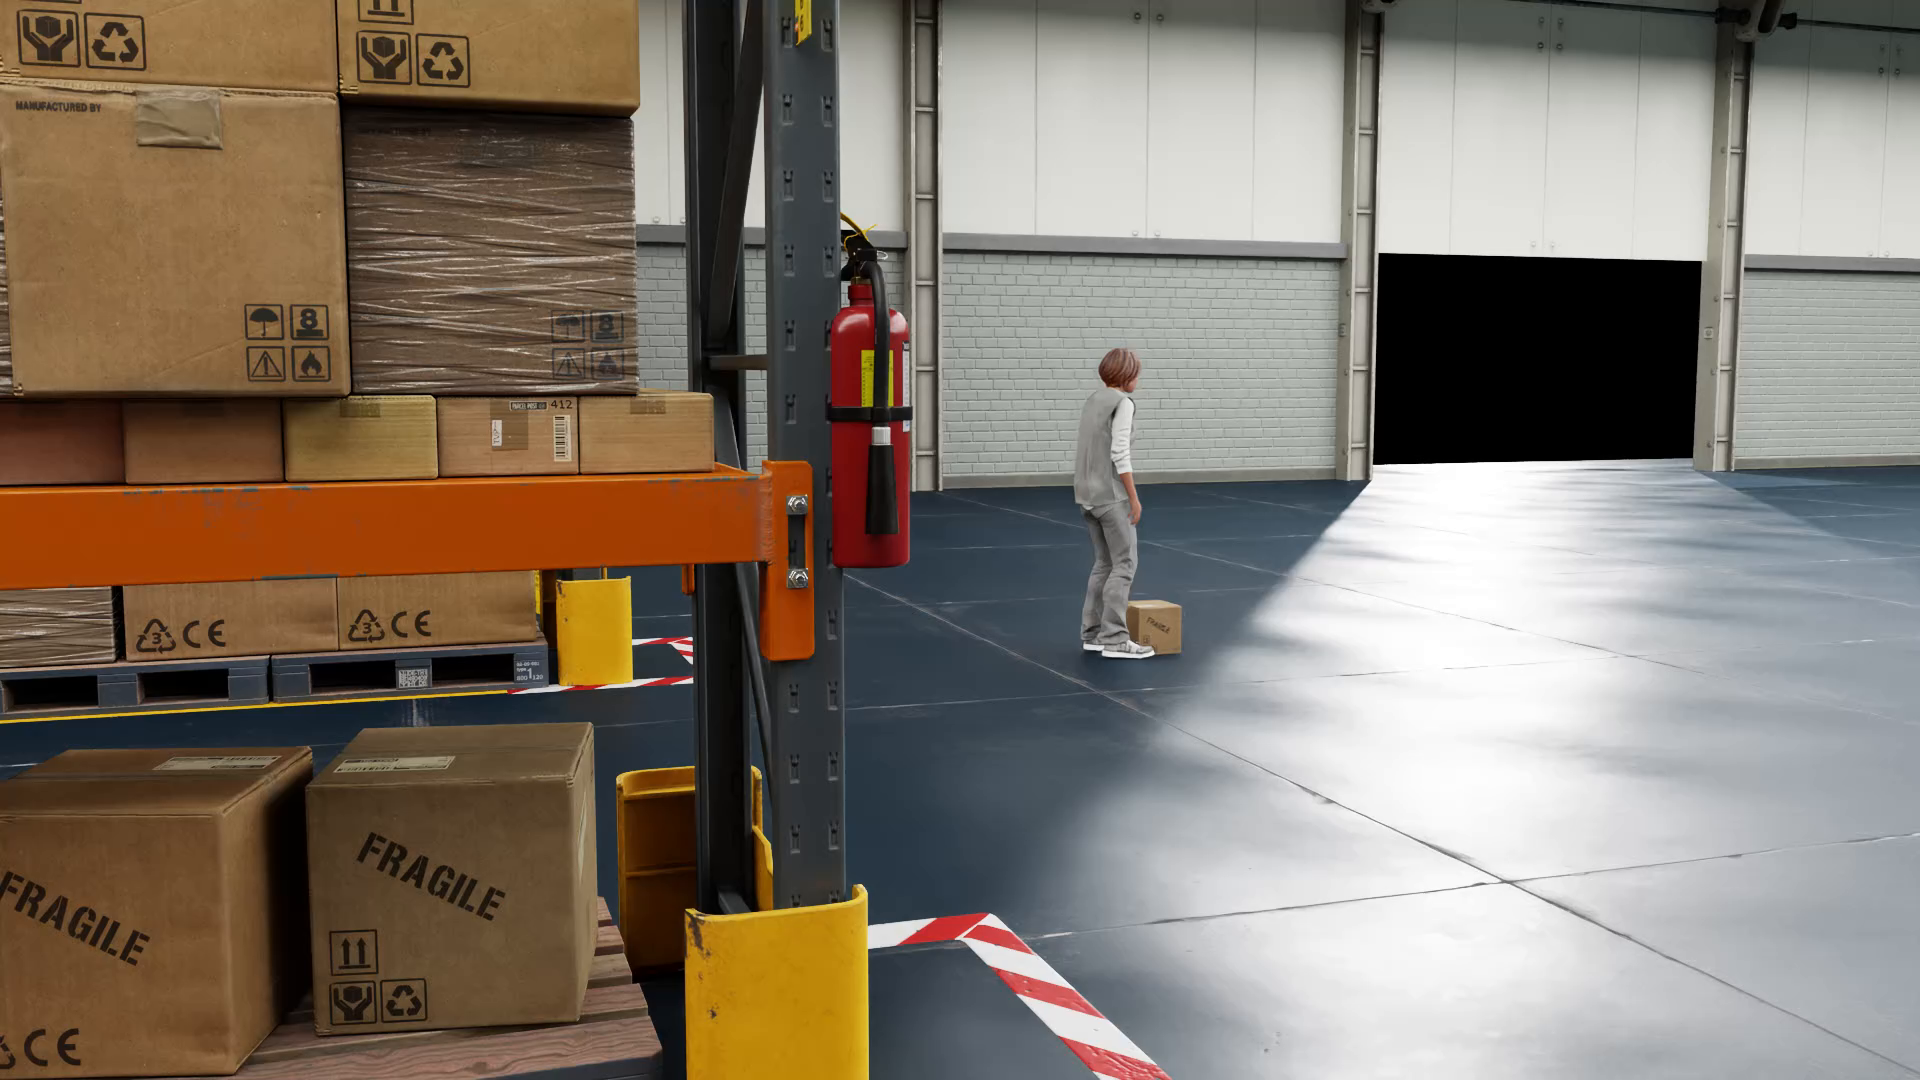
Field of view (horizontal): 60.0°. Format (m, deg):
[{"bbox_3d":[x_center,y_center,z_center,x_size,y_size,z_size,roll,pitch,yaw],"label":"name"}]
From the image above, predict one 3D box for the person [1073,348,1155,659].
[{"bbox_3d":[0.779,-0.195,8.639,0.339,1.592,0.462,-2,6,-21],"label":"person"}]
